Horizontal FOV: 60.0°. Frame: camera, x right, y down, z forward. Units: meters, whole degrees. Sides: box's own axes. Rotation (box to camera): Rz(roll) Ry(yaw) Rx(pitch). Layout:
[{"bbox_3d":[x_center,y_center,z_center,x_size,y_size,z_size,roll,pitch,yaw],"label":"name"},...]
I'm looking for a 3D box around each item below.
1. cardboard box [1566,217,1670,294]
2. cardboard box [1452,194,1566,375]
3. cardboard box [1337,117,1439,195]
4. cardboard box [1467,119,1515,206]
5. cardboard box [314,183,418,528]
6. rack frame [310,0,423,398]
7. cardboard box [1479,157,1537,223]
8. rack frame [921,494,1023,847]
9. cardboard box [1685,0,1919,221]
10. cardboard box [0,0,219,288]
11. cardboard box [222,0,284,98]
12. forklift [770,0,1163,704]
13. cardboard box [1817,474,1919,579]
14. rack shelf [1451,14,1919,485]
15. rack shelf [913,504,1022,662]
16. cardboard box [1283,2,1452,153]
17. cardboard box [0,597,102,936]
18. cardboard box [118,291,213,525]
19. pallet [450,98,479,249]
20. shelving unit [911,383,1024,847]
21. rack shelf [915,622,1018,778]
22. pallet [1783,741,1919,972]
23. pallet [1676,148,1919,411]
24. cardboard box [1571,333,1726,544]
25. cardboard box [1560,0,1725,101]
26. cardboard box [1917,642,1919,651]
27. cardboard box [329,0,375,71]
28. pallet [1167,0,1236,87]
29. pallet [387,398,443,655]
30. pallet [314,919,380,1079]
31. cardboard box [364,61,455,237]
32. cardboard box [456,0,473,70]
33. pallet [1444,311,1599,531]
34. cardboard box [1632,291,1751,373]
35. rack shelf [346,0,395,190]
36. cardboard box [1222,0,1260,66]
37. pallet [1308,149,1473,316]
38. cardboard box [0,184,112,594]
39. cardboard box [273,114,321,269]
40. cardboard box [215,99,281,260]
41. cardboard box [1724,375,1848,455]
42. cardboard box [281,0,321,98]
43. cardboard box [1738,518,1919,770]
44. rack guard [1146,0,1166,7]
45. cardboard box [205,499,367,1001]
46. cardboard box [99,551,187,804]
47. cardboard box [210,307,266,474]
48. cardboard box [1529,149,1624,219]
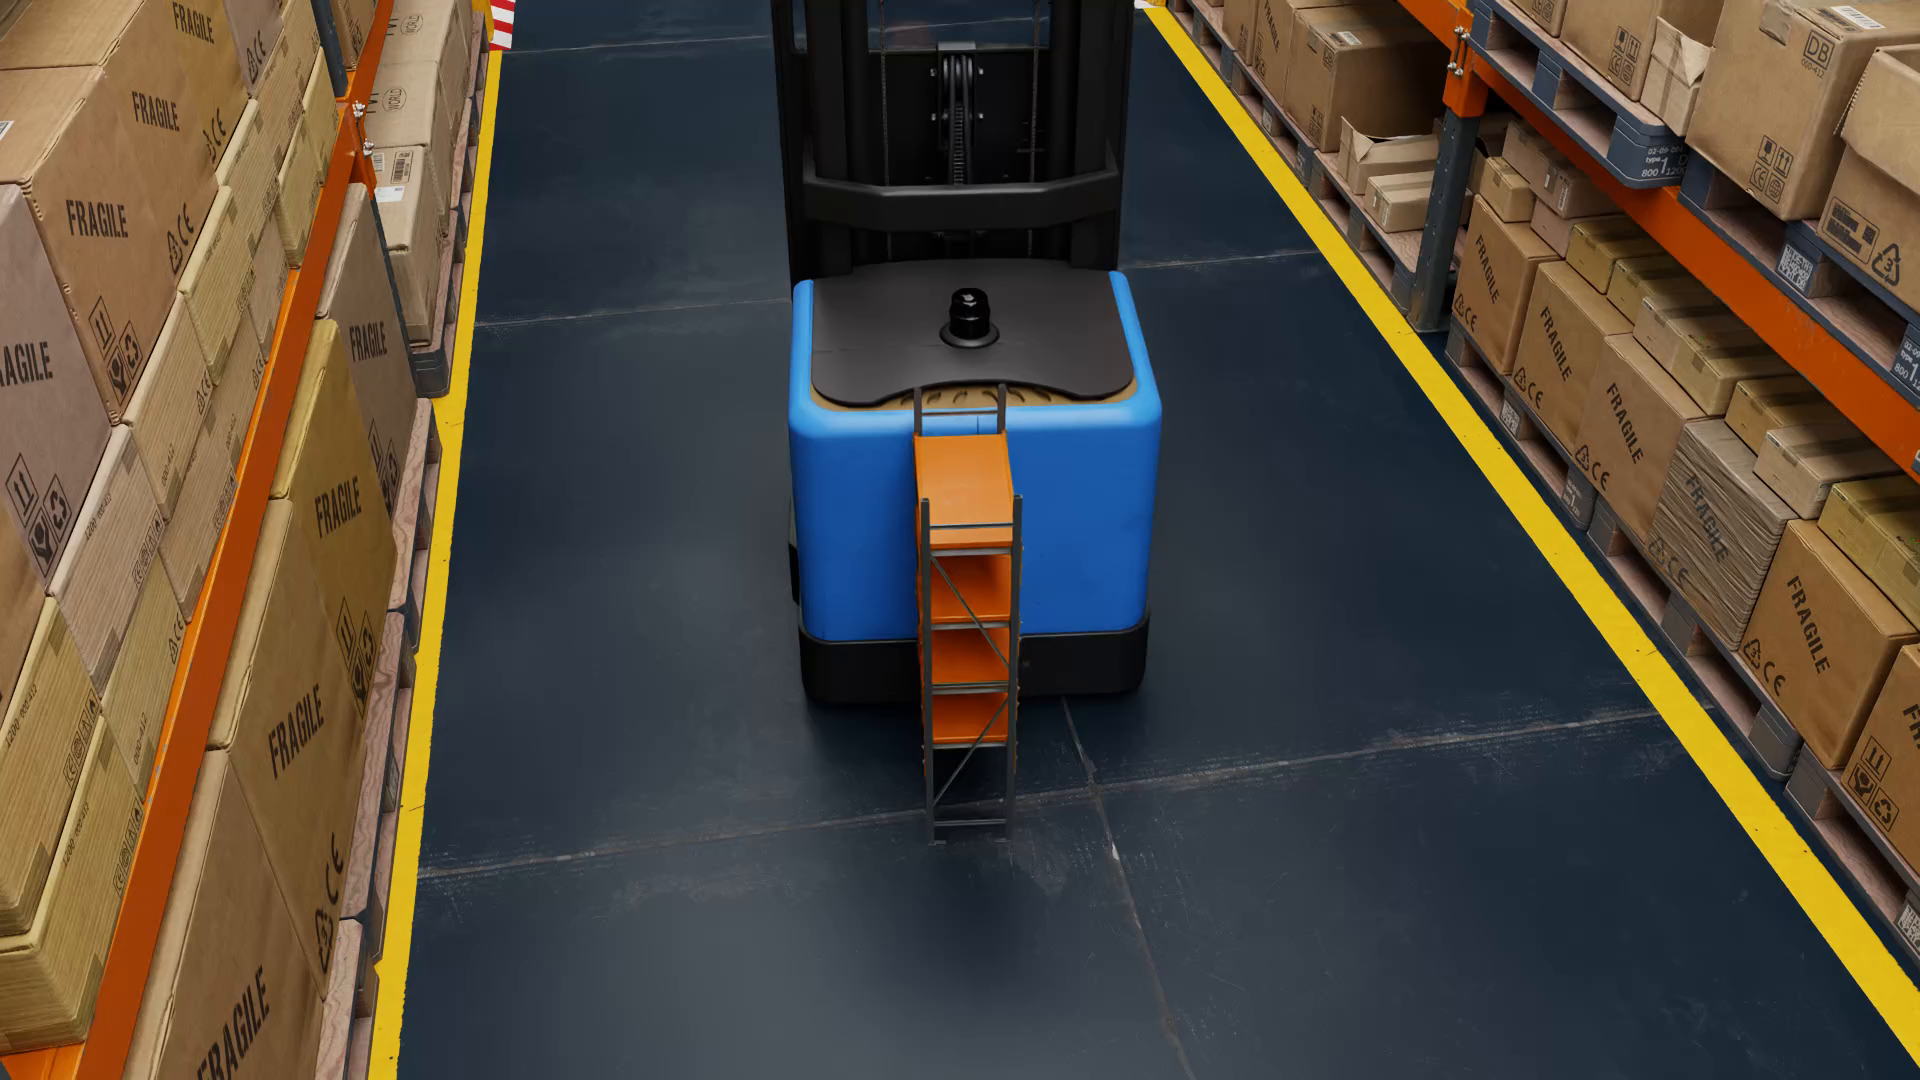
[{"bbox_3d":[2.342,-0.993,5.750,0.380,0.149,0.250,-8,39,-10],"label":"cardboard box"},{"bbox_3d":[2.223,-0.979,6.260,0.500,0.500,0.500,-5,38,-6],"label":"cardboard box"},{"bbox_3d":[1.910,-1.723,7.409,0.396,0.266,0.258,-5,38,-6],"label":"cardboard box"},{"bbox_3d":[2.477,-1.645,7.272,0.500,0.311,0.500,-5,38,-6],"label":"cardboard box"},{"bbox_3d":[-2.339,-0.541,5.391,0.875,0.875,0.875,-5,38,-7],"label":"cardboard box"},{"bbox_3d":[-2.526,-1.580,5.339,1.000,3.000,0.127,-6,38,-8],"label":"rack frame"},{"bbox_3d":[2.161,-1.306,6.153,0.380,0.149,0.250,-5,38,-6],"label":"cardboard box"},{"bbox_3d":[0.027,0.375,4.290,0.240,1.200,0.015,-2,38,-3],"label":"rack frame"},{"bbox_3d":[2.453,-1.219,4.450,0.700,0.500,0.500,-6,38,-8],"label":"cardboard box"},{"bbox_3d":[-1.928,-0.841,3.491,0.500,0.500,0.500,-6,38,-7],"label":"cardboard box"},{"bbox_3d":[-2.103,-1.460,4.288,0.500,0.500,0.500,-6,38,-7],"label":"cardboard box"},{"bbox_3d":[-0.036,-1.550,5.357,1.130,2.935,3.031,-2,38,-3],"label":"forklift"},{"bbox_3d":[2.598,-0.047,4.532,0.380,0.149,0.250,-7,38,-9],"label":"cardboard box"},{"bbox_3d":[2.710,-0.624,4.695,1.077,0.370,4.000,-6,38,-8],"label":"rack shelf"},{"bbox_3d":[0.014,0.102,4.386,0.258,0.148,0.480,-2,38,-3],"label":"rack shelf"},{"bbox_3d":[1.966,-2.184,7.812,0.700,0.500,0.500,-8,38,-10],"label":"cardboard box"},{"bbox_3d":[-1.671,0.365,2.550,0.500,0.250,0.500,-6,38,-8],"label":"cardboard box"},{"bbox_3d":[-1.836,-0.250,3.341,0.500,0.250,0.500,-6,38,-8],"label":"cardboard box"},{"bbox_3d":[-2.800,-1.685,7.747,1.003,0.211,1.213,-6,38,-8],"label":"pallet"},{"bbox_3d":[0.014,0.225,4.482,0.258,1.200,0.503,-2,38,-3],"label":"shelving unit"},{"bbox_3d":[0.014,0.435,4.645,0.258,0.148,0.480,-2,38,-3],"label":"rack shelf"},{"bbox_3d":[2.967,0.946,4.361,1.003,0.211,1.213,-6,38,-8],"label":"pallet"},{"bbox_3d":[2.715,-0.799,4.490,1.003,0.211,1.213,-6,38,-8],"label":"pallet"},{"bbox_3d":[2.409,-0.356,5.459,0.500,0.500,0.500,-7,38,-9],"label":"cardboard box"},{"bbox_3d":[2.315,-1.693,5.060,0.700,0.500,0.500,-6,38,-7],"label":"cardboard box"},{"bbox_3d":[2.644,0.268,4.126,0.380,0.149,0.250,-7,38,-9],"label":"cardboard box"},{"bbox_3d":[-2.351,-1.932,5.710,0.500,0.500,0.500,-5,38,-6],"label":"cardboard box"},{"bbox_3d":[1.812,-2.904,9.316,1.003,0.211,1.213,-6,38,-8],"label":"pallet"},{"bbox_3d":[-2.317,-0.021,5.605,1.003,0.211,1.213,-6,38,-8],"label":"pallet"},{"bbox_3d":[-1.889,1.452,3.708,1.003,0.211,1.213,-6,38,-8],"label":"pallet"},{"bbox_3d":[-2.688,-1.666,7.195,0.875,0.438,0.875,-7,38,-9],"label":"cardboard box"},{"bbox_3d":[-3.014,-2.763,8.607,0.875,0.438,0.875,-7,38,-9],"label":"cardboard box"},{"bbox_3d":[2.539,-0.528,6.258,1.003,0.211,1.213,-6,38,-8],"label":"pallet"},{"bbox_3d":[2.410,-0.674,5.339,0.380,0.149,0.250,-6,38,-8],"label":"cardboard box"},{"bbox_3d":[-2.877,-2.504,7.115,1.077,0.370,4.000,-6,38,-8],"label":"rack shelf"},{"bbox_3d":[1.784,-2.811,8.619,0.700,0.500,0.500,-5,38,-6],"label":"cardboard box"},{"bbox_3d":[2.240,-1.430,7.419,1.003,0.211,1.213,-6,38,-8],"label":"pallet"},{"bbox_3d":[-1.767,-0.222,2.694,0.500,0.500,0.500,-6,38,-8],"label":"cardboard box"},{"bbox_3d":[-2.111,-0.970,4.675,0.500,0.250,0.500,-7,38,-9],"label":"cardboard box"},{"bbox_3d":[-2.018,-0.865,4.133,0.500,0.250,0.500,-5,38,-7],"label":"cardboard box"},{"bbox_3d":[2.527,-0.364,4.940,0.380,0.149,0.250,-6,38,-8],"label":"cardboard box"},{"bbox_3d":[-2.210,-1.478,4.923,0.500,0.250,0.500,-6,38,-8],"label":"cardboard box"},{"bbox_3d":[2.603,0.269,4.654,0.500,0.500,0.500,-5,38,-6],"label":"cardboard box"},{"bbox_3d":[1.672,-3.500,9.847,1.175,0.500,0.348,-6,38,-8],"label":"rack guard"},{"bbox_3d":[-2.017,0.543,3.995,0.875,0.875,0.875,-6,38,-7],"label":"cardboard box"},{"bbox_3d":[-1.771,0.264,3.088,0.500,0.250,0.500,-7,38,-9],"label":"cardboard box"},{"bbox_3d":[-1.947,-0.351,3.879,0.500,0.250,0.500,-6,38,-8],"label":"cardboard box"},{"bbox_3d":[2.253,-1.272,5.866,0.380,0.149,0.250,-8,39,-10],"label":"cardboard box"}]
